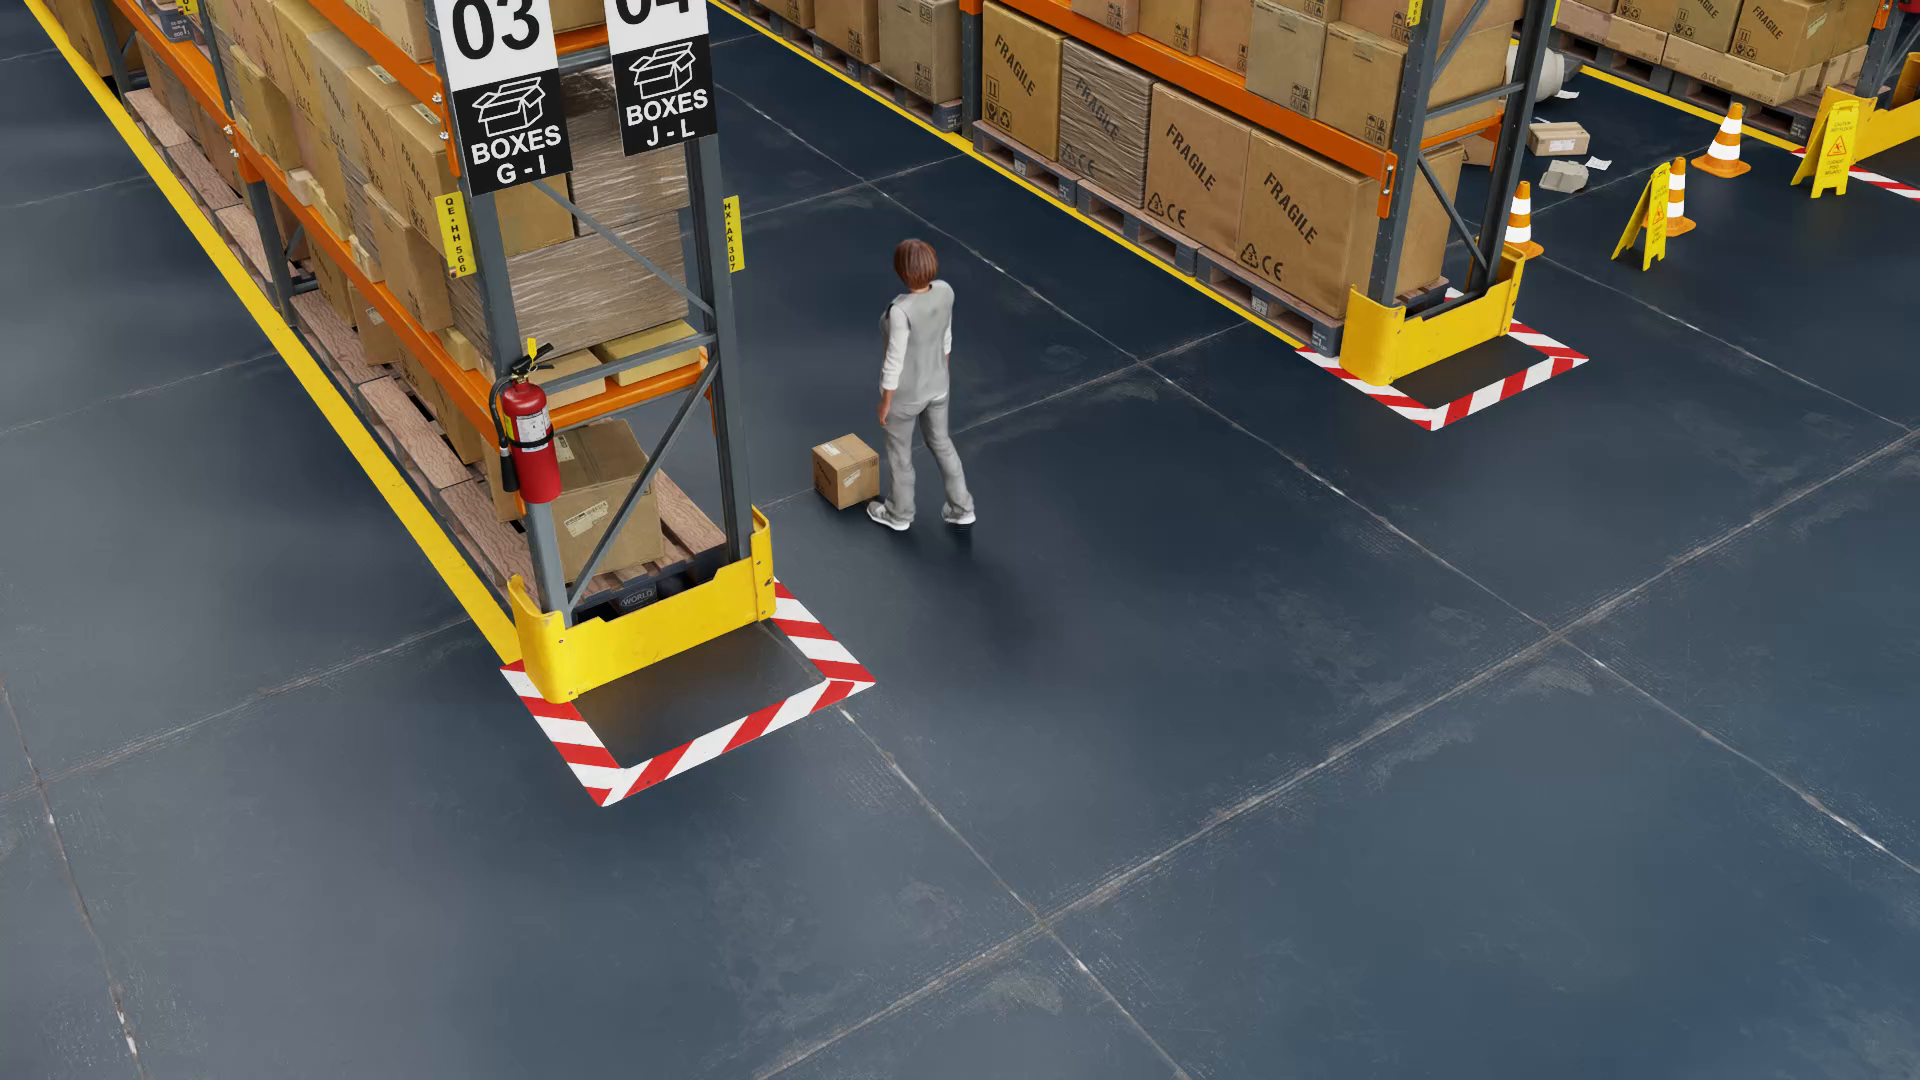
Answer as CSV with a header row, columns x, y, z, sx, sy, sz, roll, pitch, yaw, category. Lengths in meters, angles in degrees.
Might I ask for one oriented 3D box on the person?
x,y,z,sx,sy,sz,roll,pitch,yaw,category
-0.215,-0.716,7.970,0.451,1.624,0.509,-30,46,-33,person
